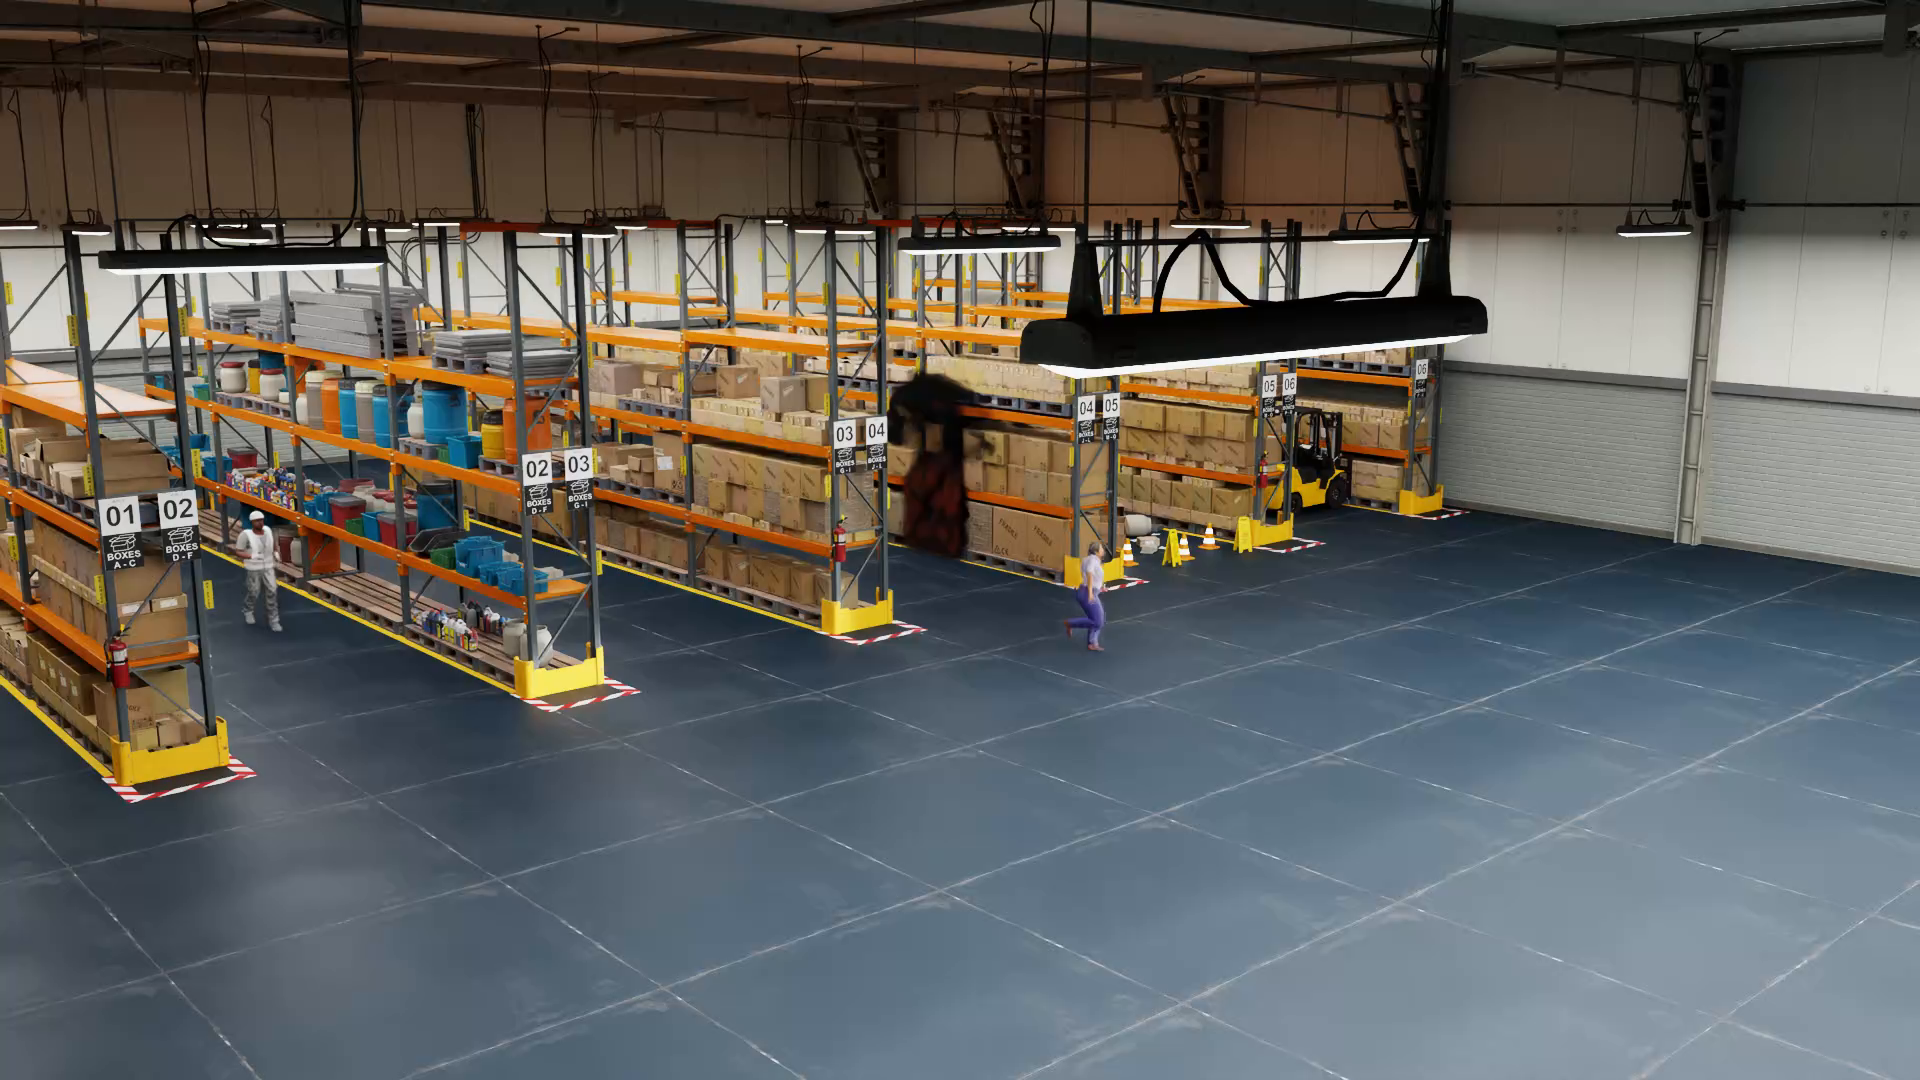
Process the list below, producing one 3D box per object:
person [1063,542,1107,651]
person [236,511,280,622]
[{"bbox_3d":[1.805,0.826,23.868,0.669,1.613,0.636,-2,12,-8],"label":"person"},{"bbox_3d":[-10.590,0.395,25.111,0.771,1.712,0.703,10,15,40],"label":"person"}]
